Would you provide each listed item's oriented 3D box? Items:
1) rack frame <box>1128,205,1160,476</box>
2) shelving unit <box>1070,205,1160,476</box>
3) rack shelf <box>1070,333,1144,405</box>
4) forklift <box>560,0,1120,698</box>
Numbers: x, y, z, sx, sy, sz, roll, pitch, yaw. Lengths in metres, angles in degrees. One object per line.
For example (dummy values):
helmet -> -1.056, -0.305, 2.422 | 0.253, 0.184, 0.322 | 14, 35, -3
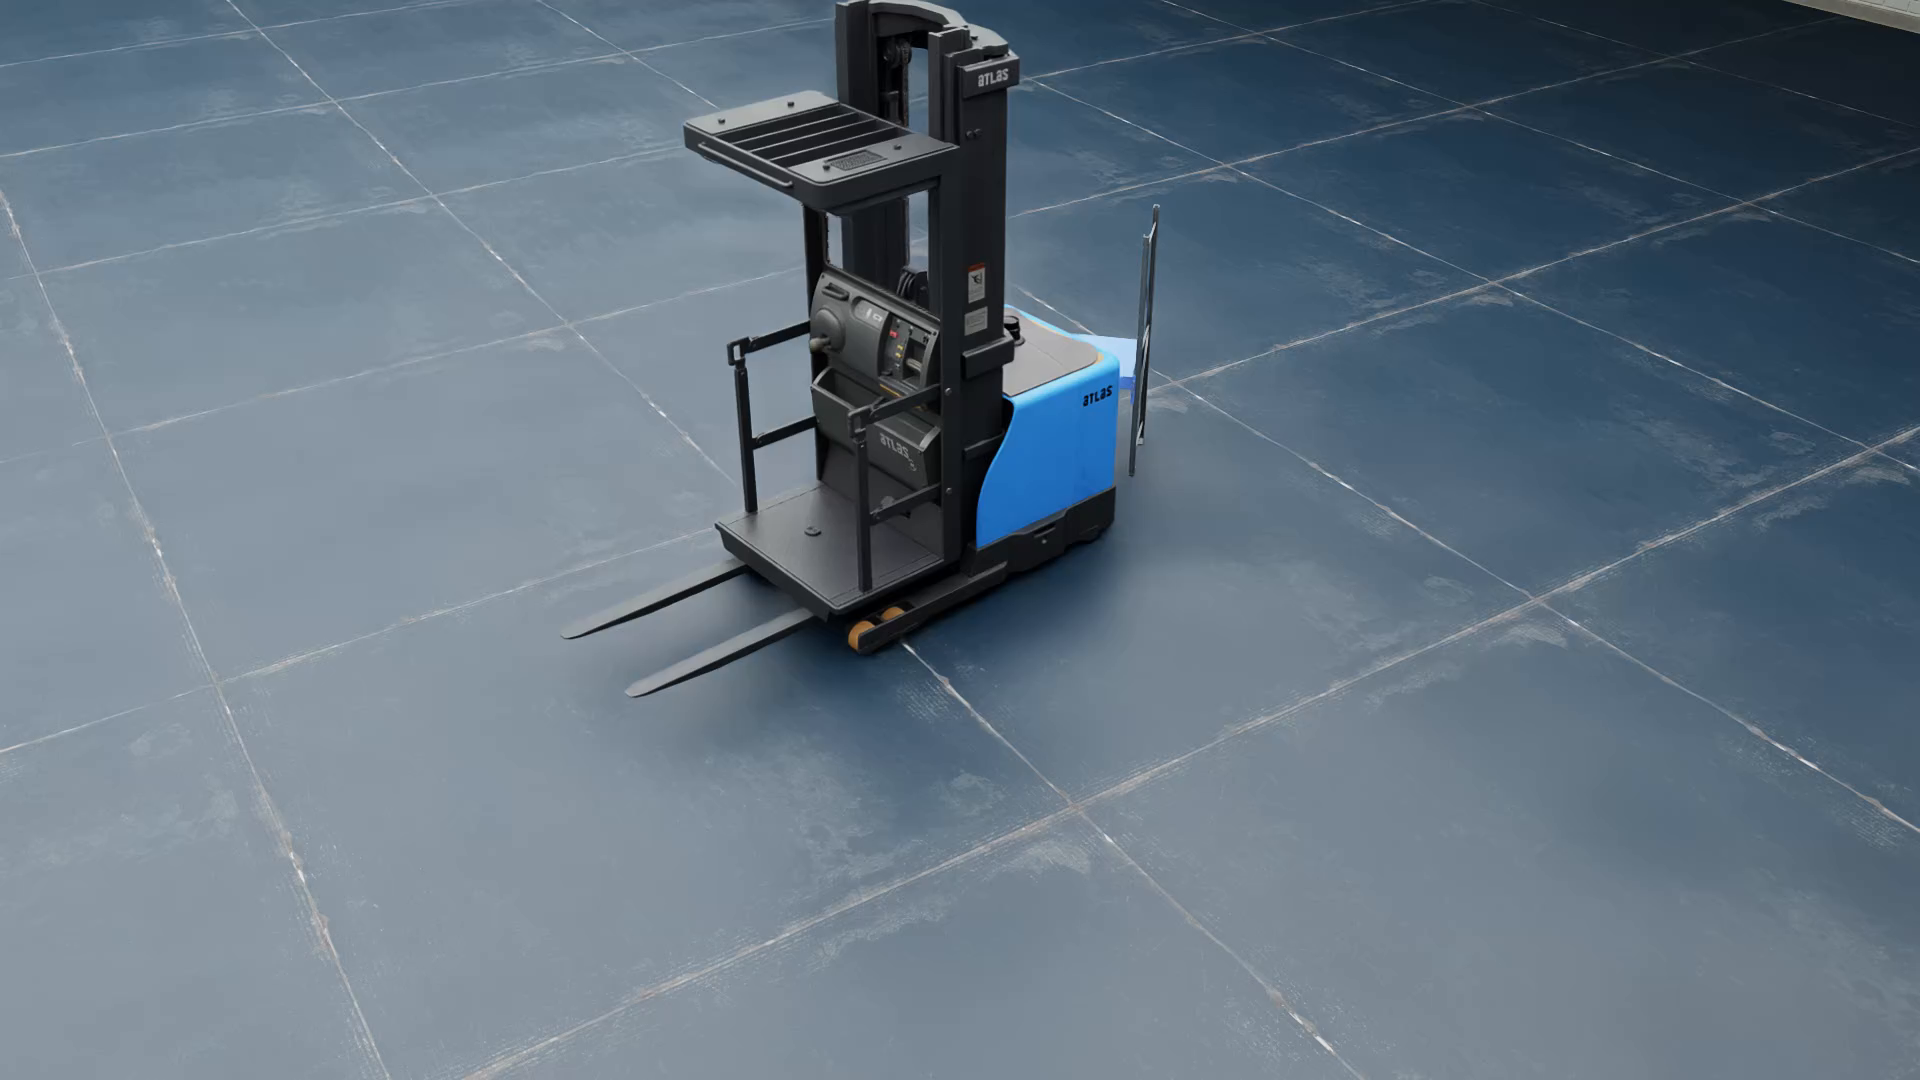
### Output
rack frame -> 1.067, -1.143, 9.657 | 0.032, 1.500, 0.500 | 7, 33, 11
shelving unit -> 0.571, -1.202, 9.750 | 1.048, 1.500, 0.538 | 7, 33, 11
rack shelf -> 0.571, -1.050, 9.846 | 1.000, 0.185, 0.538 | 7, 33, 11
forklift -> -0.585, -0.982, 8.060 | 3.031, 2.935, 1.130 | -24, 40, -33
